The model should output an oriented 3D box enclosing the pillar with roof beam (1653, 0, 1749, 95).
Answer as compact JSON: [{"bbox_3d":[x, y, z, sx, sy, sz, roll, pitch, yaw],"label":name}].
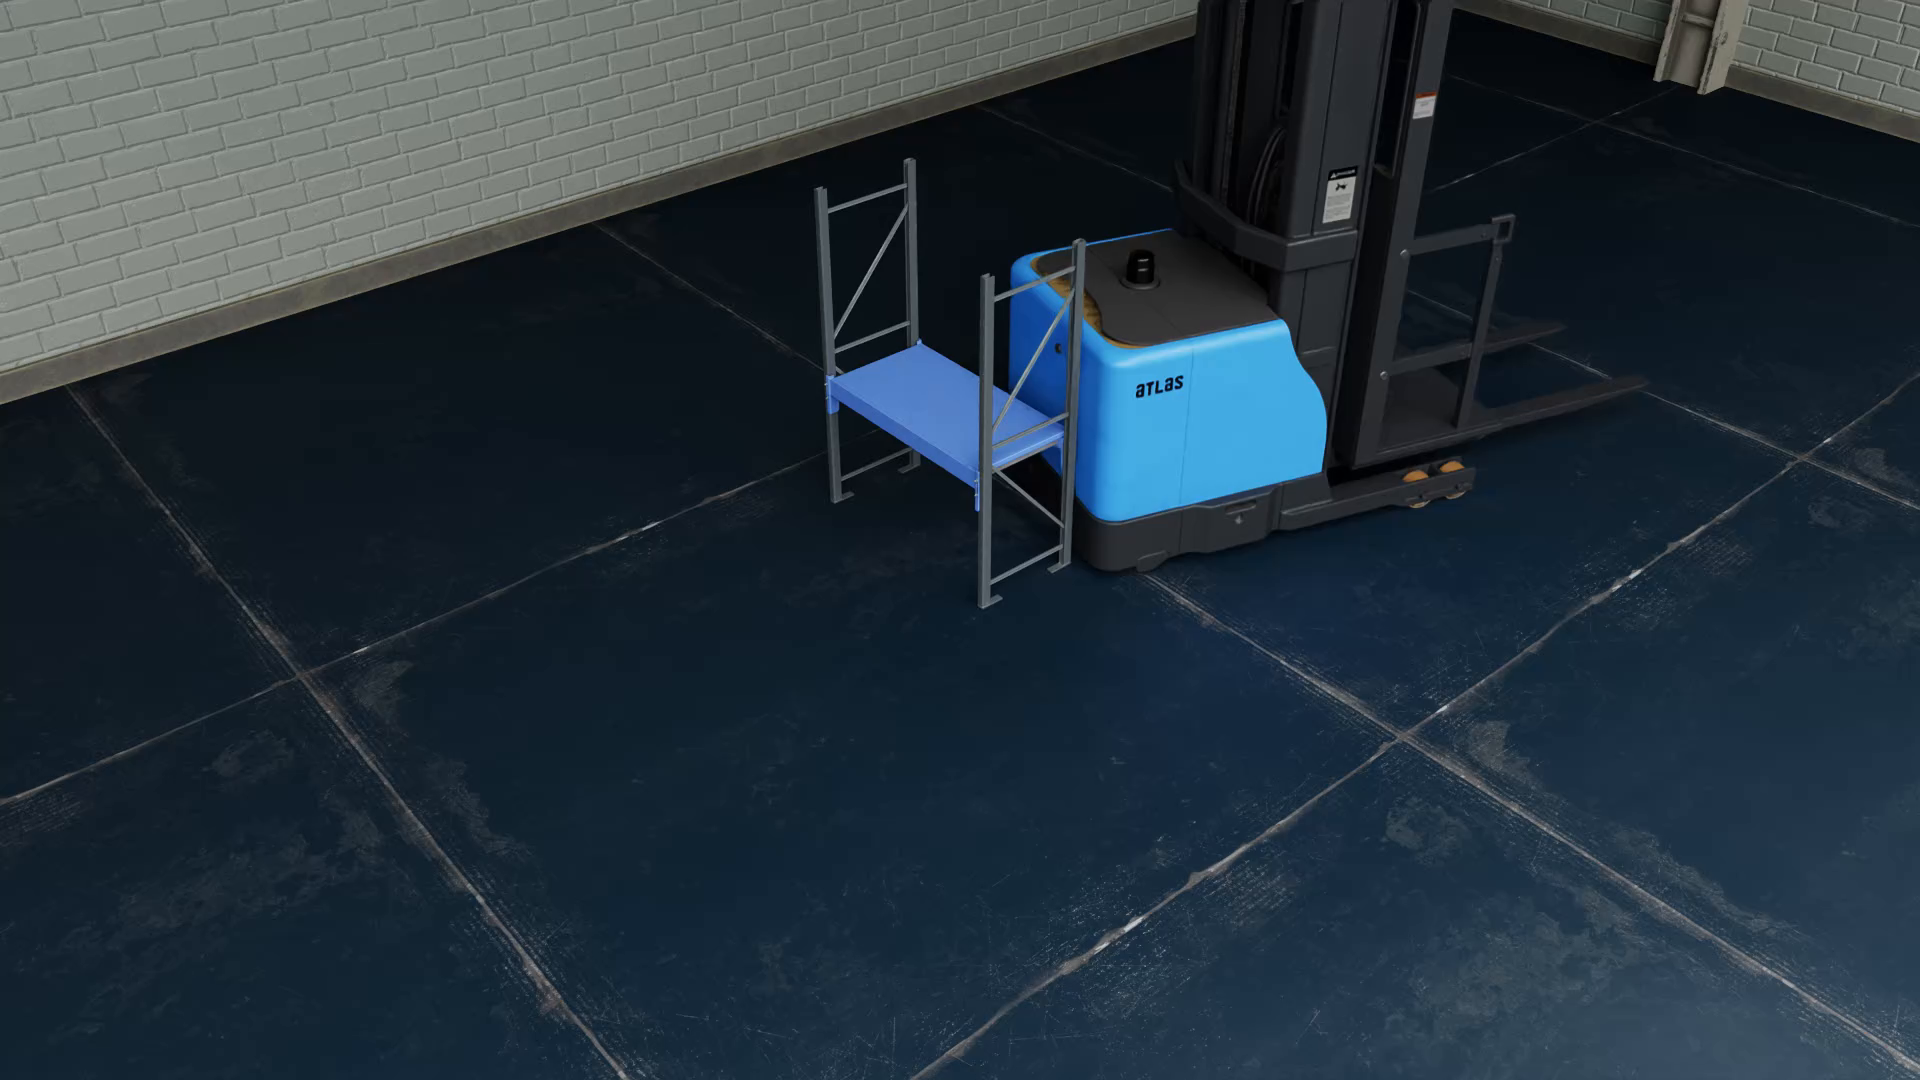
[{"bbox_3d":[1.912,-5.332,6.993,9.100,9.000,0.400,-26,43,-32],"label":"pillar with roof beam"}]

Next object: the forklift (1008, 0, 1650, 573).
[{"bbox_3d":[1.768,-1.606,6.982,3.031,2.935,1.130,-14,38,-18],"label":"forklift"}]

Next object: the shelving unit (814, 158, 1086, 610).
[{"bbox_3d":[-0.055,-0.650,6.870,0.538,1.500,1.048,-26,43,-32],"label":"shelving unit"}]

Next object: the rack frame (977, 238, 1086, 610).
[{"bbox_3d":[0.273,-0.425,6.553,0.500,1.500,0.032,-26,43,-32],"label":"rack frame"}]

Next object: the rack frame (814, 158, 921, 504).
[{"bbox_3d":[-0.383,-0.874,7.187,0.500,1.500,0.032,-26,43,-32],"label":"rack frame"}]

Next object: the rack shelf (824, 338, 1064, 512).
[{"bbox_3d":[-0.055,-0.503,6.974,0.538,0.185,1.000,-26,43,-32],"label":"rack shelf"}]
